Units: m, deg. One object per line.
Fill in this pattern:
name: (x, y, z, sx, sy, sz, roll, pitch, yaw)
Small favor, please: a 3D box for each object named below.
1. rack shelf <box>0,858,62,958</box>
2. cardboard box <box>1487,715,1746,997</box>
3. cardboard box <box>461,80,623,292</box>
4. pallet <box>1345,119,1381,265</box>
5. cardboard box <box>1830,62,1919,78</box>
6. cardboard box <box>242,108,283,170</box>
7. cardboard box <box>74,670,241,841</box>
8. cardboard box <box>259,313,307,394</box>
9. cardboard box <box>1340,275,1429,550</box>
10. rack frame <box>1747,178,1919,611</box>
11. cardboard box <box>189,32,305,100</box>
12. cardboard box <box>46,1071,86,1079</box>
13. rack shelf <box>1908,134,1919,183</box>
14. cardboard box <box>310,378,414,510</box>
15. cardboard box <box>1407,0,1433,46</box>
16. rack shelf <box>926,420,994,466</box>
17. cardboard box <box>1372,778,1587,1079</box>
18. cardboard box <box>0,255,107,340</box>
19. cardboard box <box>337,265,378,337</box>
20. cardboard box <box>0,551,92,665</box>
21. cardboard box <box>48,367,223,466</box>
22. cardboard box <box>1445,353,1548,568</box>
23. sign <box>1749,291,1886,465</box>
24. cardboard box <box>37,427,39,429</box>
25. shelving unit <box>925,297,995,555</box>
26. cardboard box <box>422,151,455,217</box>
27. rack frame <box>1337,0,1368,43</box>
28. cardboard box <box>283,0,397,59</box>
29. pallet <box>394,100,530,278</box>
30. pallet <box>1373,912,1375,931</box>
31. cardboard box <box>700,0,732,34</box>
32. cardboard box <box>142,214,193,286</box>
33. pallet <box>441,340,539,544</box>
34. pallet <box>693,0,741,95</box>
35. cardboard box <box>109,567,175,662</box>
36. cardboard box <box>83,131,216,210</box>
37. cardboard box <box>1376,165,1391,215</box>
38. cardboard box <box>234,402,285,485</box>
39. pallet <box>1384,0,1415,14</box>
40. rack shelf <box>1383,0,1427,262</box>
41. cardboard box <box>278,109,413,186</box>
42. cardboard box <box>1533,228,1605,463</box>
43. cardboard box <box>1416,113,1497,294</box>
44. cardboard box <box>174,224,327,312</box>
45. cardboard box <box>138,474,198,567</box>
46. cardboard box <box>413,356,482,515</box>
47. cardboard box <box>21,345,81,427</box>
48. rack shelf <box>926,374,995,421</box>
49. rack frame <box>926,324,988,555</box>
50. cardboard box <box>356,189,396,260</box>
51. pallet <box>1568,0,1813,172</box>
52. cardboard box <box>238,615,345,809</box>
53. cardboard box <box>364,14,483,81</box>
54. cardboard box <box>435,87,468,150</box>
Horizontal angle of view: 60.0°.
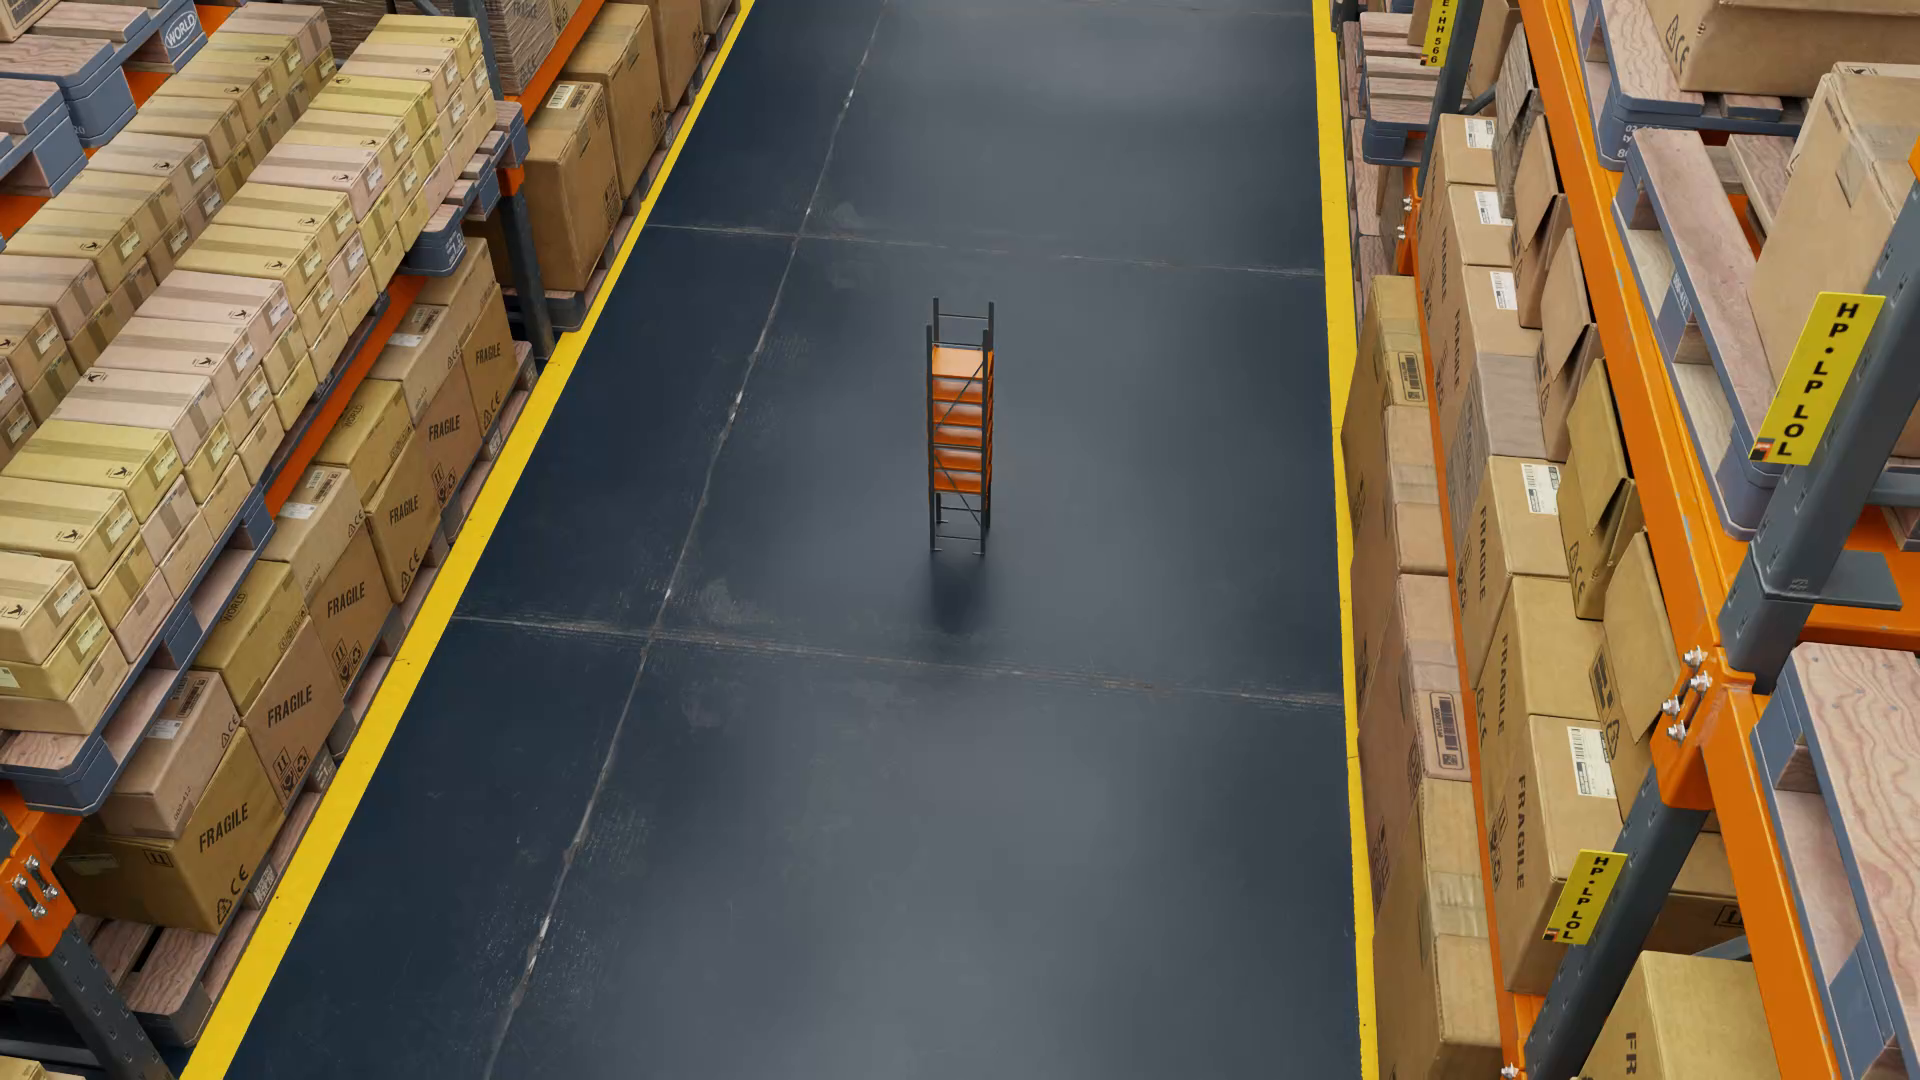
rack shelf: (-3.310, 2.295, 3.190, 1.077, 0.370, 4.000, 5, 44, 6)
cardboard box: (1.649, 0.811, 4.161, 0.500, 0.500, 0.500, 5, 44, 6)
cardboard box: (-2.347, -1.797, 8.320, 1.050, 0.750, 0.750, 5, 44, 5)
pallet: (2.655, -1.884, 9.109, 1.003, 0.211, 1.213, 5, 44, 6)
cardboard box: (2.203, -0.961, 3.801, 0.380, 0.149, 0.250, 4, 44, 4)
cardboard box: (-2.845, -1.546, 6.384, 0.380, 0.149, 0.250, 4, 44, 4)
cardboard box: (-2.686, 0.674, 5.345, 0.500, 0.250, 0.500, 3, 44, 4)
cardboard box: (-2.369, -0.619, 5.406, 0.380, 0.149, 0.250, 5, 44, 5)
cardboard box: (2.274, -0.448, 6.803, 1.225, 0.875, 0.875, 3, 44, 4)
rack frame: (1.858, -0.988, 1.770, 1.000, 3.000, 0.127, 5, 44, 6)
cardboard box: (-2.803, -1.851, 6.491, 0.380, 0.149, 0.250, 4, 44, 4)
cardboard box: (-2.772, 1.689, 4.858, 0.380, 0.149, 0.250, 6, 44, 6)
rack shelf: (2.122, -1.944, 3.595, 1.077, 0.370, 4.000, 5, 44, 6)
cardboard box: (-2.486, -0.392, 6.472, 0.500, 0.250, 0.500, 6, 44, 6)
cardboard box: (2.393, -2.485, 7.337, 0.700, 0.500, 0.500, 11, 45, 12)
rack shelf: (0.002, -0.413, 6.901, 0.258, 0.103, 0.180, 5, 44, 6)
cardboard box: (1.922, 1.372, 4.882, 1.225, 0.875, 0.875, 5, 44, 6)
cardboard box: (-3.013, -0.786, 5.365, 0.380, 0.149, 0.250, 3, 44, 4)
cardboard box: (-2.301, -0.865, 5.881, 0.380, 0.149, 0.250, 6, 44, 7)
cardboard box: (-2.538, 0.167, 4.359, 0.380, 0.149, 0.250, 7, 44, 8)
cardboard box: (-2.435, -0.368, 4.924, 0.380, 0.149, 0.250, 5, 44, 5)
cardboard box: (1.854, -0.223, 5.254, 0.500, 0.500, 0.500, 5, 44, 6)
sign: (1.318, -0.243, 2.561, 0.100, 0.325, 0.005, 5, 44, 6)
cardboard box: (-3.056, -0.386, 5.376, 0.380, 0.149, 0.250, 4, 44, 4)
shelving unit: (0.002, -0.446, 6.870, 0.258, 1.200, 0.189, 5, 44, 6)
cardboard box: (-2.194, -1.394, 6.440, 0.380, 0.149, 0.250, 6, 44, 6)
rack frame: (2.915, -4.261, 9.591, 1.000, 3.000, 0.127, 5, 44, 6)
cardboard box: (-2.723, -2.423, 7.576, 0.500, 0.500, 0.500, 5, 44, 6)
pallet: (-2.505, -1.490, 6.804, 1.213, 0.211, 1.003, 5, 44, 6)
pallet: (1.885, 1.671, 5.354, 1.003, 0.211, 1.213, 5, 44, 6)
cardboard box: (-1.981, -3.685, 10.314, 1.050, 0.750, 0.750, 5, 44, 5)
cardboard box: (-2.948, -1.035, 5.845, 0.380, 0.149, 0.250, 5, 44, 5)
pallet: (-2.621, -0.510, 7.657, 1.003, 0.211, 1.213, 5, 44, 6)
pallet: (-2.015, -3.236, 10.536, 1.003, 0.211, 1.213, 5, 44, 6)
cardboard box: (-2.507, 0.194, 4.763, 0.380, 0.149, 0.250, 6, 44, 6)
cardboard box: (-2.909, -1.320, 5.929, 0.380, 0.149, 0.250, 7, 44, 7)
cardboard box: (2.584, -2.012, 8.713, 0.700, 0.500, 0.500, 9, 44, 9)
cardboard box: (-2.402, -0.321, 5.307, 0.380, 0.149, 0.250, 3, 44, 4)
pallet: (2.607, -2.818, 8.207, 1.003, 0.211, 1.213, 5, 44, 6)
rack shelf: (2.651, -2.637, 8.399, 1.077, 0.370, 4.000, 5, 44, 6)
cardboard box: (-2.229, -1.425, 6.040, 0.380, 0.149, 0.250, 6, 44, 7)
cardboard box: (2.103, -0.537, 4.856, 0.797, 0.503, 0.637, 7, 44, 7)
cardboard box: (2.052, -1.265, 6.354, 0.500, 0.500, 0.500, 6, 44, 7)
cardboard box: (-2.335, -0.898, 5.484, 0.380, 0.149, 0.250, 6, 44, 7)
cardboard box: (-2.472, -0.078, 4.833, 0.380, 0.149, 0.250, 6, 44, 7)
cardboard box: (-2.417, -0.474, 7.104, 0.500, 0.500, 0.500, 7, 44, 7)
cardboard box: (-3.052, -0.500, 5.279, 0.380, 0.149, 0.250, 3, 44, 3)
rack shelf: (0.002, -0.588, 6.736, 0.258, 0.103, 0.180, 5, 44, 6)
rack frame: (-0.010, -0.383, 6.804, 0.240, 1.200, 0.006, 5, 44, 6)
cardboard box: (-2.265, -1.145, 5.960, 0.380, 0.149, 0.250, 5, 44, 5)
pallet: (2.209, -1.350, 4.472, 1.003, 0.211, 1.213, 7, 44, 7)
cardboard box: (-2.617, 0.586, 5.984, 0.500, 0.500, 0.500, 7, 44, 7)
cardboard box: (-2.127, -1.957, 6.601, 0.380, 0.149, 0.250, 4, 44, 4)
cardboard box: (-2.164, -1.664, 6.509, 0.380, 0.149, 0.250, 7, 44, 7)
